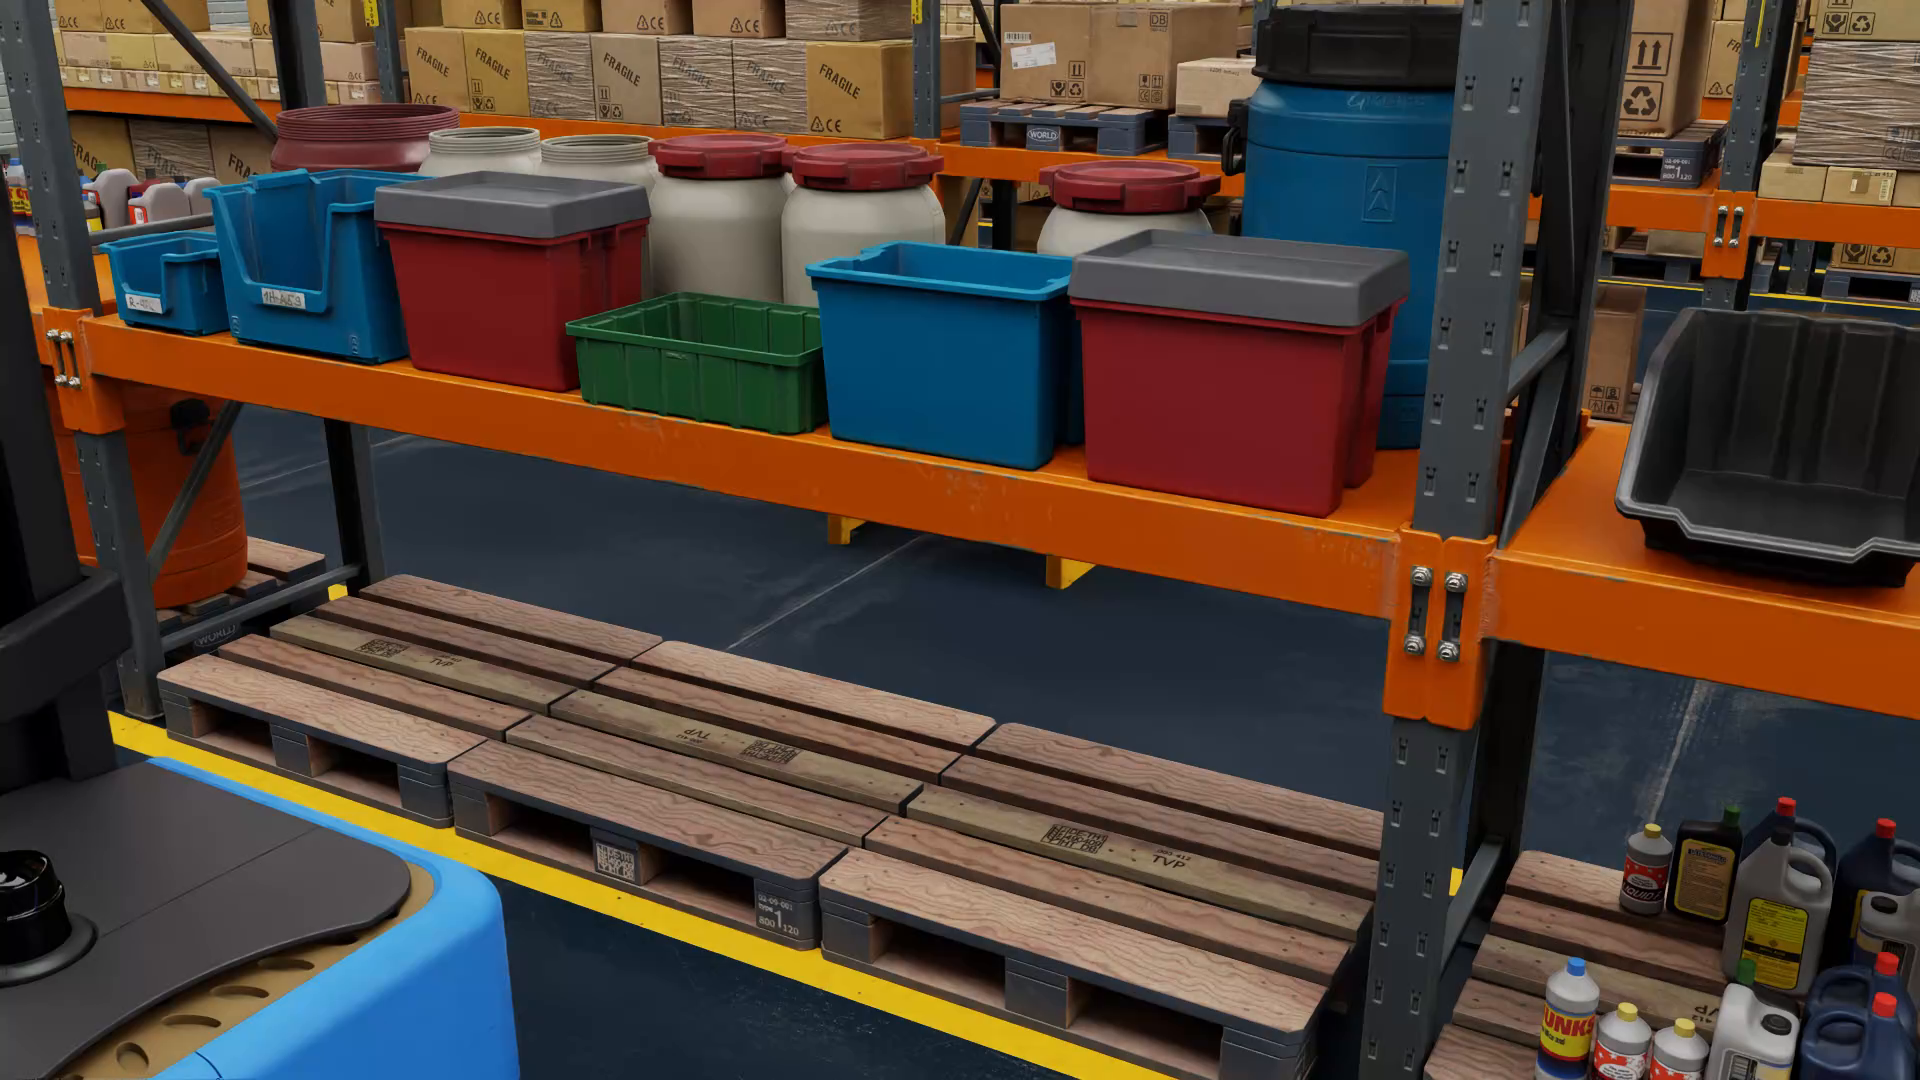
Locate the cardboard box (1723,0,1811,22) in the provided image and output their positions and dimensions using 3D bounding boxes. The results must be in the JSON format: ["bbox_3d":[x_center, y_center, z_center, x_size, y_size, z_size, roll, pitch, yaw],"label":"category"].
[{"bbox_3d":[5.607,-3.855,11.480,0.500,0.500,0.700,10,22,26],"label":"cardboard box"}]

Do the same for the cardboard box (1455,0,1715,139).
[{"bbox_3d":[2.911,-2.450,7.725,1.000,1.000,1.000,11,23,28],"label":"cardboard box"}]

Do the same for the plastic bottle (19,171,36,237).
[{"bbox_3d":[-3.401,-1.260,6.129,0.097,0.271,0.097,0,20,0],"label":"plastic bottle"}]

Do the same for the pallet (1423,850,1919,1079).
[{"bbox_3d":[1.687,1.112,3.489,1.213,0.211,1.003,11,23,27],"label":"pallet"}]

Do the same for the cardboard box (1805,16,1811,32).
[{"bbox_3d":[7.785,-4.830,15.534,0.250,0.149,0.380,11,23,28],"label":"cardboard box"}]

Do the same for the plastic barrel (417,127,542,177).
[{"bbox_3d":[-1.369,-0.933,4.874,0.421,0.512,0.421,0,20,0],"label":"plastic barrel"}]

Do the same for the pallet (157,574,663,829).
[{"bbox_3d":[-1.714,0.464,5.278,1.213,0.211,1.003,11,23,27],"label":"pallet"}]

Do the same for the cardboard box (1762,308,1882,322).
[{"bbox_3d":[3.866,-0.741,7.559,0.500,0.500,0.500,10,22,26],"label":"cardboard box"}]

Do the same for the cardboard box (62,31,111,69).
[{"bbox_3d":[-6.196,-3.617,12.222,0.500,0.250,0.500,10,22,27],"label":"cardboard box"}]

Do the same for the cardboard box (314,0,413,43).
[{"bbox_3d":[-3.980,-3.546,10.926,0.500,0.500,0.500,12,23,29],"label":"cardboard box"}]

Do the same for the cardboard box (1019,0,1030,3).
[{"bbox_3d":[0.545,-4.485,13.711,0.250,0.149,0.380,12,23,29],"label":"cardboard box"}]

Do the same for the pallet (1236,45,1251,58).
[{"bbox_3d":[1.877,-3.919,13.550,1.003,0.211,1.213,11,23,27],"label":"pallet"}]

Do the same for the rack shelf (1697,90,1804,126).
[{"bbox_3d":[4.297,-3.251,12.484,4.000,0.370,1.077,11,23,27],"label":"rack shelf"}]

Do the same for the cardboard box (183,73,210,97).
[{"bbox_3d":[-5.218,-3.219,11.708,0.250,0.149,0.380,11,23,28],"label":"cardboard box"}]

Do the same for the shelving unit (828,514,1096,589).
[{"bbox_3d":[0.067,-0.692,6.574,1.083,1.500,0.587,11,23,27],"label":"shelving unit"}]

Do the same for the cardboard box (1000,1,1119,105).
[{"bbox_3d":[0.535,-2.629,8.951,0.500,0.500,0.500,8,21,21],"label":"cardboard box"}]

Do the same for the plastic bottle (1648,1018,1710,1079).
[{"bbox_3d":[1.363,1.003,3.158,0.097,0.201,0.097,0,20,0],"label":"plastic bottle"}]

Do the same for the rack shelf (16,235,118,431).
[{"bbox_3d":[-4.117,-0.982,6.229,4.000,0.370,1.077,11,23,27],"label":"rack shelf"}]

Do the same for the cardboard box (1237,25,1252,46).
[{"bbox_3d":[2.259,-4.136,13.620,0.250,0.149,0.380,10,22,27],"label":"cardboard box"}]

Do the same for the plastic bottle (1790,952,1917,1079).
[{"bbox_3d":[1.693,0.931,3.140,0.185,0.351,0.144,11,23,27],"label":"plastic bottle"}]

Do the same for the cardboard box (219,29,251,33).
[{"bbox_3d":[-5.044,-3.606,12.191,0.500,0.250,0.500,11,23,27],"label":"cardboard box"}]

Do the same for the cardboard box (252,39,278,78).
[{"bbox_3d":[-4.414,-3.277,11.285,0.500,0.250,0.500,12,23,29],"label":"cardboard box"}]

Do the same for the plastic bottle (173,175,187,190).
[{"bbox_3d":[-2.679,-1.123,5.750,0.097,0.271,0.097,0,20,0],"label":"plastic bottle"}]

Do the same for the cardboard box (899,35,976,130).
[{"bbox_3d":[-0.247,-2.671,9.683,0.500,0.500,0.500,12,23,29],"label":"cardboard box"}]

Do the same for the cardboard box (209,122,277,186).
[{"bbox_3d":[-4.771,-2.609,12.159,0.875,0.875,0.875,11,23,27],"label":"cardboard box"}]

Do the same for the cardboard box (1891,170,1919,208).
[{"bbox_3d":[4.021,-1.475,6.900,0.250,0.149,0.380,11,23,27],"label":"cardboard box"}]

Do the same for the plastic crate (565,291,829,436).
[{"bbox_3d":[-0.537,-0.428,3.958,0.662,0.188,0.450,11,23,27],"label":"plastic crate"}]

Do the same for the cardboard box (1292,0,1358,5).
[{"bbox_3d":[2.938,-4.361,12.877,0.500,0.500,0.700,11,23,27],"label":"cardboard box"}]

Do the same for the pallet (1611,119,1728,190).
[{"bbox_3d":[2.940,-1.877,7.923,1.213,0.211,1.003,11,23,27],"label":"pallet"}]

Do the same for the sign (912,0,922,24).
[{"bbox_3d":[-0.224,-2.841,8.600,0.005,0.325,0.100,11,23,27],"label":"sign"}]

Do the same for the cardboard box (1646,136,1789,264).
[{"bbox_3d":[5.458,-2.473,11.967,0.750,0.750,1.050,11,23,27],"label":"cardboard box"}]

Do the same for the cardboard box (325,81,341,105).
[{"bbox_3d":[-4.099,-3.005,11.120,0.250,0.149,0.380,11,23,28],"label":"cardboard box"}]

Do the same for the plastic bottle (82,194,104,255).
[{"bbox_3d":[-3.040,-1.099,5.788,0.097,0.201,0.097,0,20,0],"label":"plastic bottle"}]

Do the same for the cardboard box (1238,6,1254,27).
[{"bbox_3d":[2.227,-4.281,13.585,0.250,0.149,0.380,12,23,30],"label":"cardboard box"}]

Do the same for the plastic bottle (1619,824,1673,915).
[{"bbox_3d":[1.589,0.754,3.847,0.097,0.201,0.097,0,20,0],"label":"plastic bottle"}]

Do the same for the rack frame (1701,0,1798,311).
[{"bbox_3d":[3.536,-1.797,7.420,0.127,3.000,1.000,11,23,27],"label":"rack frame"}]

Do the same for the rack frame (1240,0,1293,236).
[{"bbox_3d":[2.551,-3.922,13.278,0.127,3.000,1.000,11,23,27],"label":"rack frame"}]

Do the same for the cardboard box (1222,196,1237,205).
[{"bbox_3d":[2.058,-3.138,14.167,0.500,0.500,0.500,10,22,25],"label":"cardboard box"}]

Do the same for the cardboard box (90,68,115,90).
[{"bbox_3d":[-6.114,-3.389,12.179,0.250,0.149,0.380,10,22,26],"label":"cardboard box"}]

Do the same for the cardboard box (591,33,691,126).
[{"bbox_3d":[-1.839,-2.772,9.963,0.500,0.500,0.500,11,23,28],"label":"cardboard box"}]

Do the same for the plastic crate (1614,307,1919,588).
[{"bbox_3d":[1.516,-0.168,3.022,0.504,0.338,0.767,11,23,27],"label":"plastic crate"}]

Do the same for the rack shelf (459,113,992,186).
[{"bbox_3d":[-1.702,-2.457,10.294,4.000,0.370,1.077,11,23,27],"label":"rack shelf"}]

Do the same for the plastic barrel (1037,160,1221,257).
[{"bbox_3d":[0.393,-0.611,3.951,0.433,0.535,0.433,0,20,0],"label":"plastic barrel"}]

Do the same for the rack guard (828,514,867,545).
[{"bbox_3d":[-0.368,-0.188,7.016,0.087,0.250,0.587,11,23,27],"label":"rack guard"}]

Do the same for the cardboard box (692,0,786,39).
[{"bbox_3d":[-1.154,-3.216,9.715,0.637,0.503,0.797,11,23,29],"label":"cardboard box"}]

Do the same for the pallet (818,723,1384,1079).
[{"bbox_3d":[0.416,0.869,4.159,1.213,0.211,1.003,11,23,27],"label":"pallet"}]

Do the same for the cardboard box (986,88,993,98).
[{"bbox_3d":[0.889,-5.207,19.962,0.875,0.438,0.875,10,22,27],"label":"cardboard box"}]

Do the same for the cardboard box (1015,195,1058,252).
[{"bbox_3d":[0.644,-1.744,9.195,0.500,0.250,0.500,12,23,29],"label":"cardboard box"}]

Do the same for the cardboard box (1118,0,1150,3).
[{"bbox_3d":[1.453,-4.312,13.234,0.250,0.149,0.380,12,23,29],"label":"cardboard box"}]
